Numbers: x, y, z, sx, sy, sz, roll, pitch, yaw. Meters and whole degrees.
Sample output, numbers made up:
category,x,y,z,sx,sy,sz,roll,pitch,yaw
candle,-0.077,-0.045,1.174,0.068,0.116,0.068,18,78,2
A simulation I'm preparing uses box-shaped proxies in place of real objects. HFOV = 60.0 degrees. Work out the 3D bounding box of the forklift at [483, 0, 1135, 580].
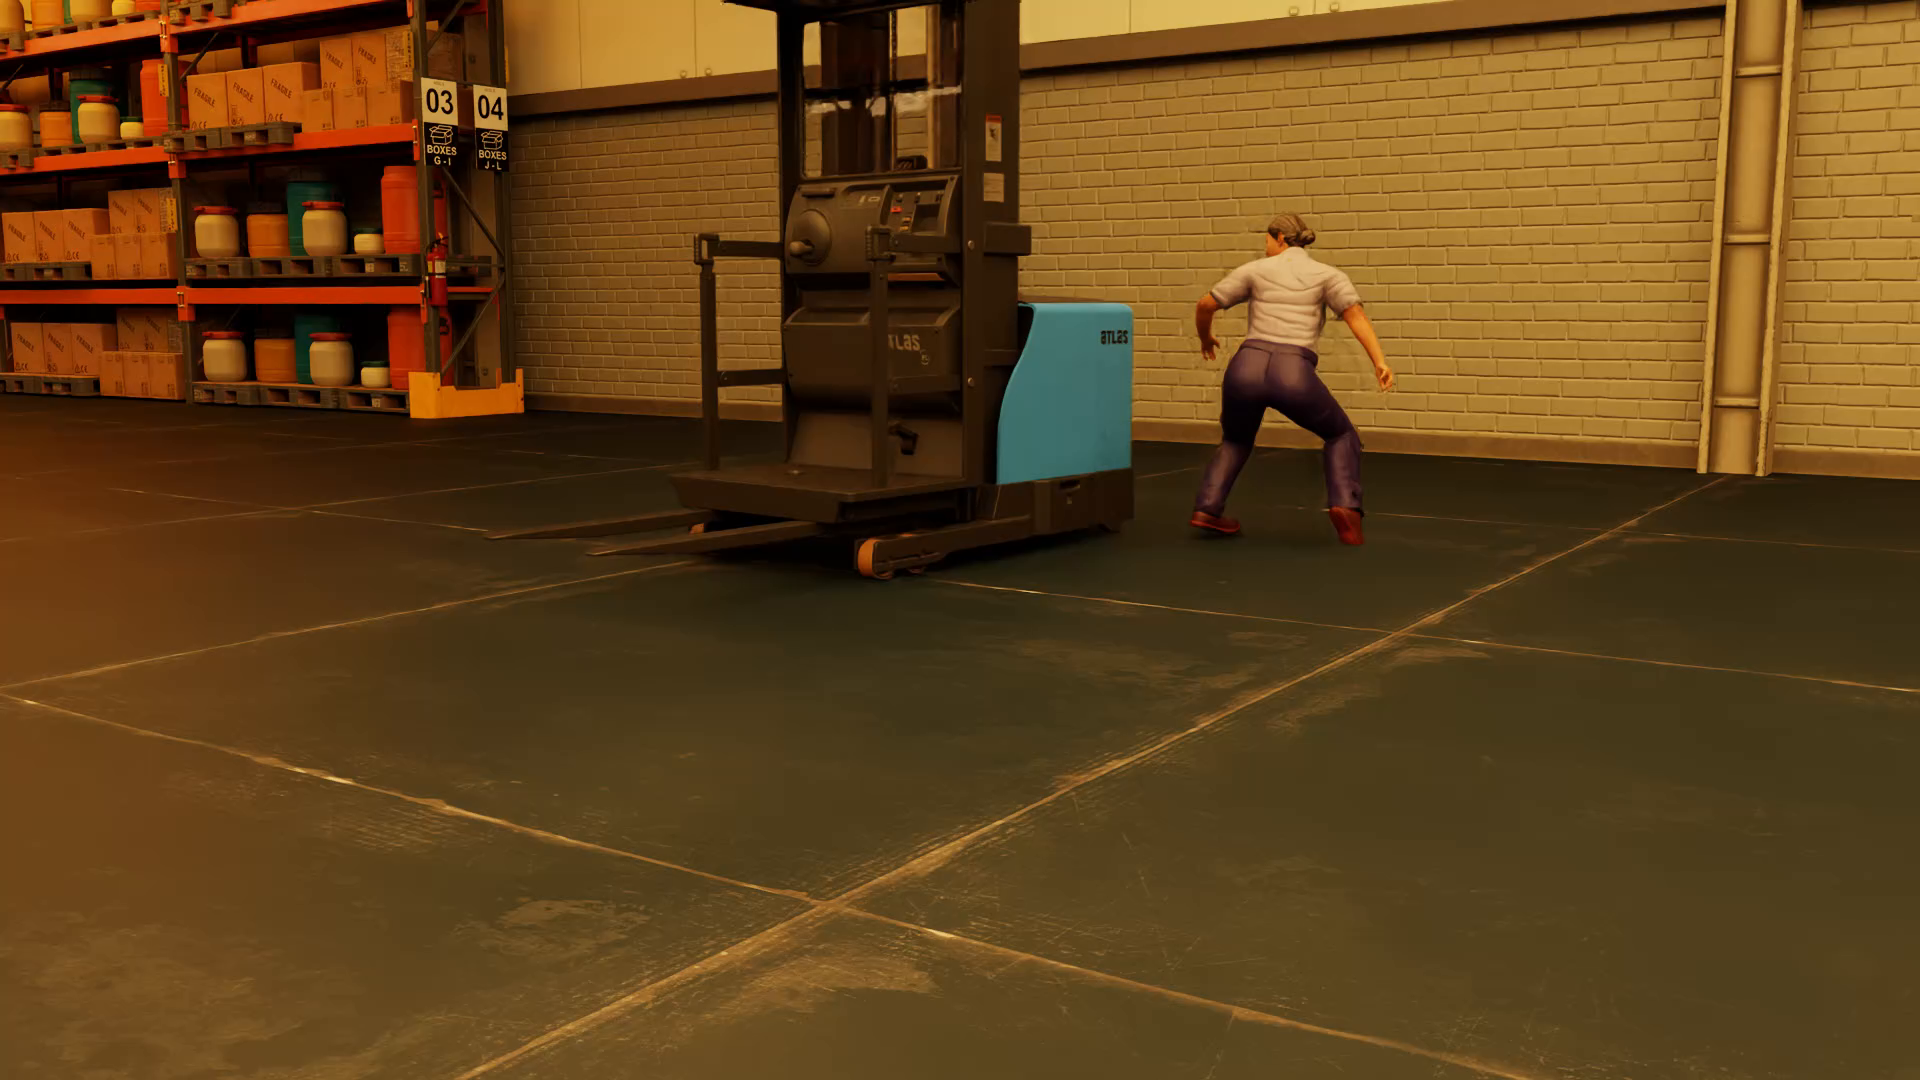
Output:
category,x,y,z,sx,sy,sz,roll,pitch,yaw
forklift,-0.517,-1.373,6.851,1.130,2.935,3.031,7,11,40

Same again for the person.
category,x,y,z,sx,sy,sz,roll,pitch,yaw
person,1.509,-0.693,7.545,0.946,1.566,0.510,3,9,22
